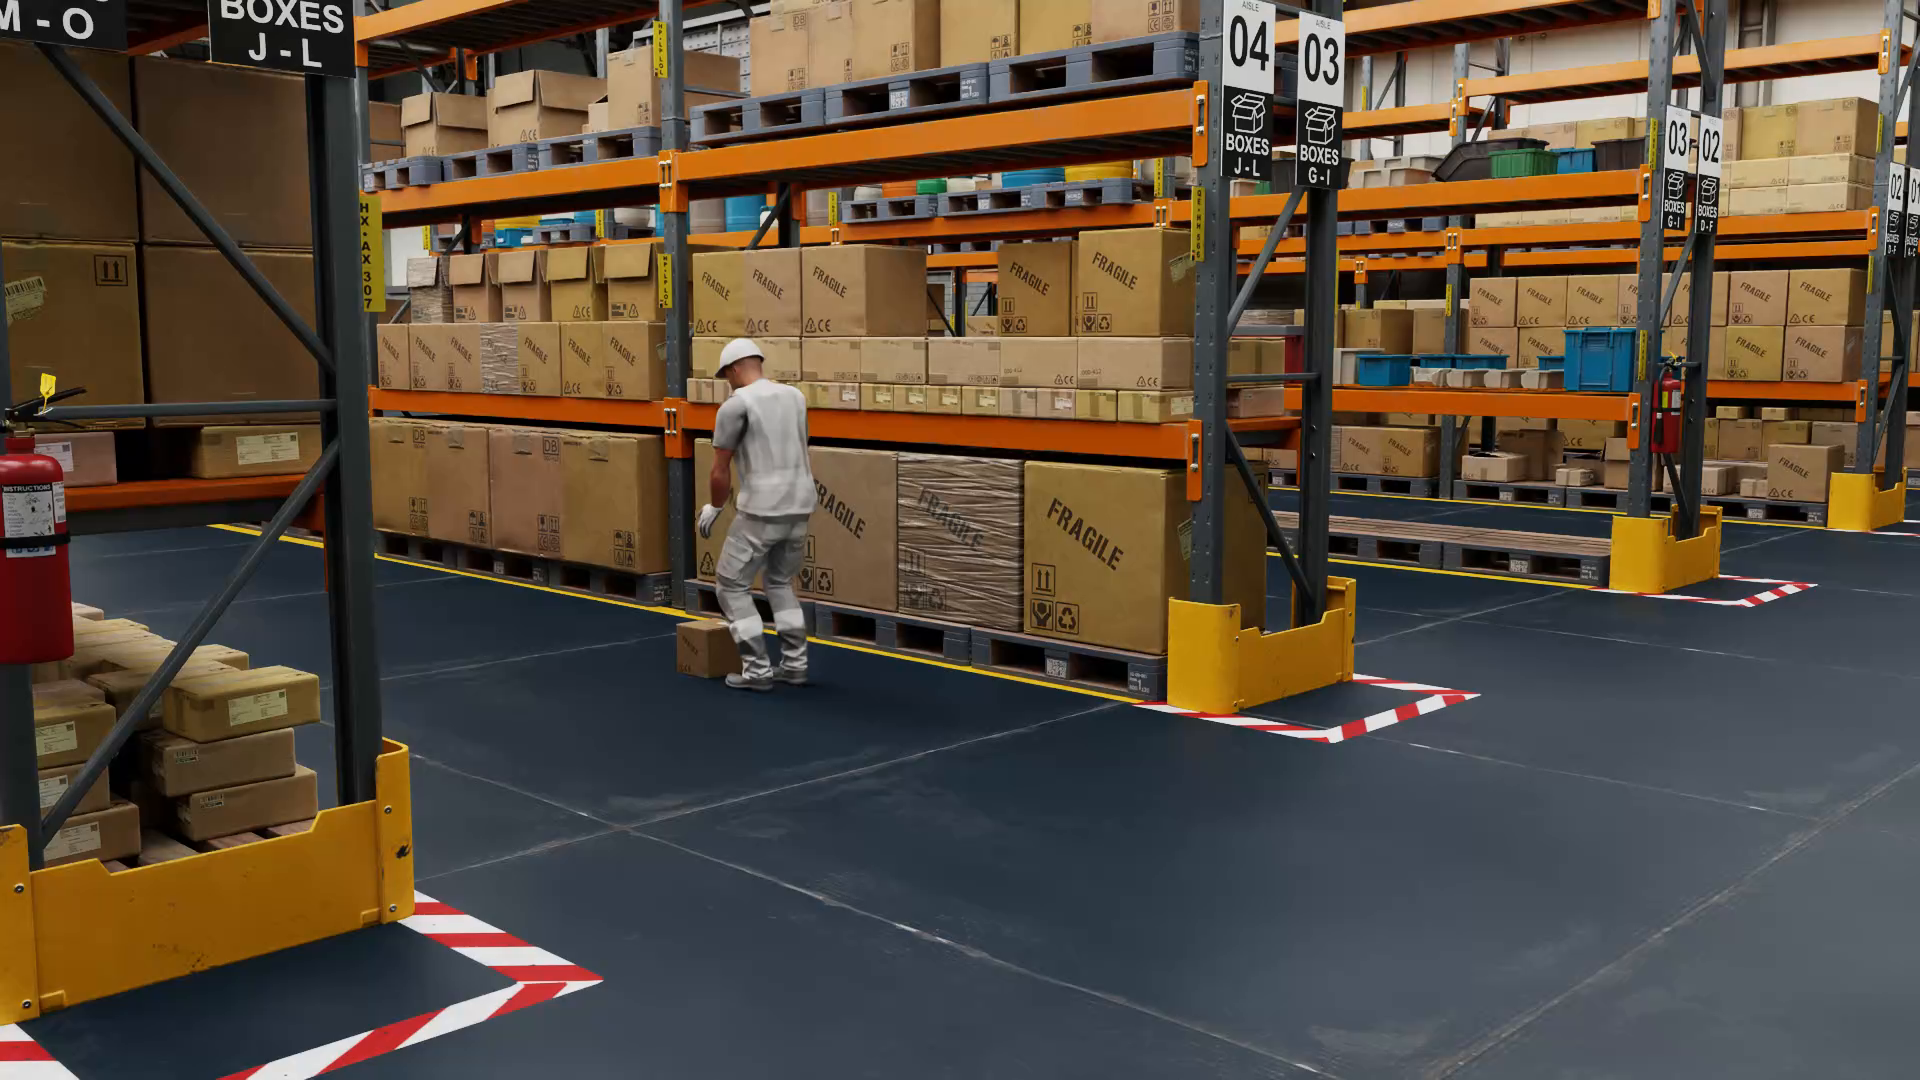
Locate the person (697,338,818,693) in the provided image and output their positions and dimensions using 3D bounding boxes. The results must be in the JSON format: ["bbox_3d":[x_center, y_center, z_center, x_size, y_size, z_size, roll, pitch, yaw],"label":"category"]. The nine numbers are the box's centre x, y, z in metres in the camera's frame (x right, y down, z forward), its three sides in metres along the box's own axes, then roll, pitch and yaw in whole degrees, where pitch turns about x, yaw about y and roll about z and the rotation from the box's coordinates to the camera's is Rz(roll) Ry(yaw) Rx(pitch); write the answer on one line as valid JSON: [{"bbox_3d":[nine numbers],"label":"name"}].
[{"bbox_3d":[-0.977,-0.125,8.071,0.554,1.699,0.516,-7,10,-44],"label":"person"}]
